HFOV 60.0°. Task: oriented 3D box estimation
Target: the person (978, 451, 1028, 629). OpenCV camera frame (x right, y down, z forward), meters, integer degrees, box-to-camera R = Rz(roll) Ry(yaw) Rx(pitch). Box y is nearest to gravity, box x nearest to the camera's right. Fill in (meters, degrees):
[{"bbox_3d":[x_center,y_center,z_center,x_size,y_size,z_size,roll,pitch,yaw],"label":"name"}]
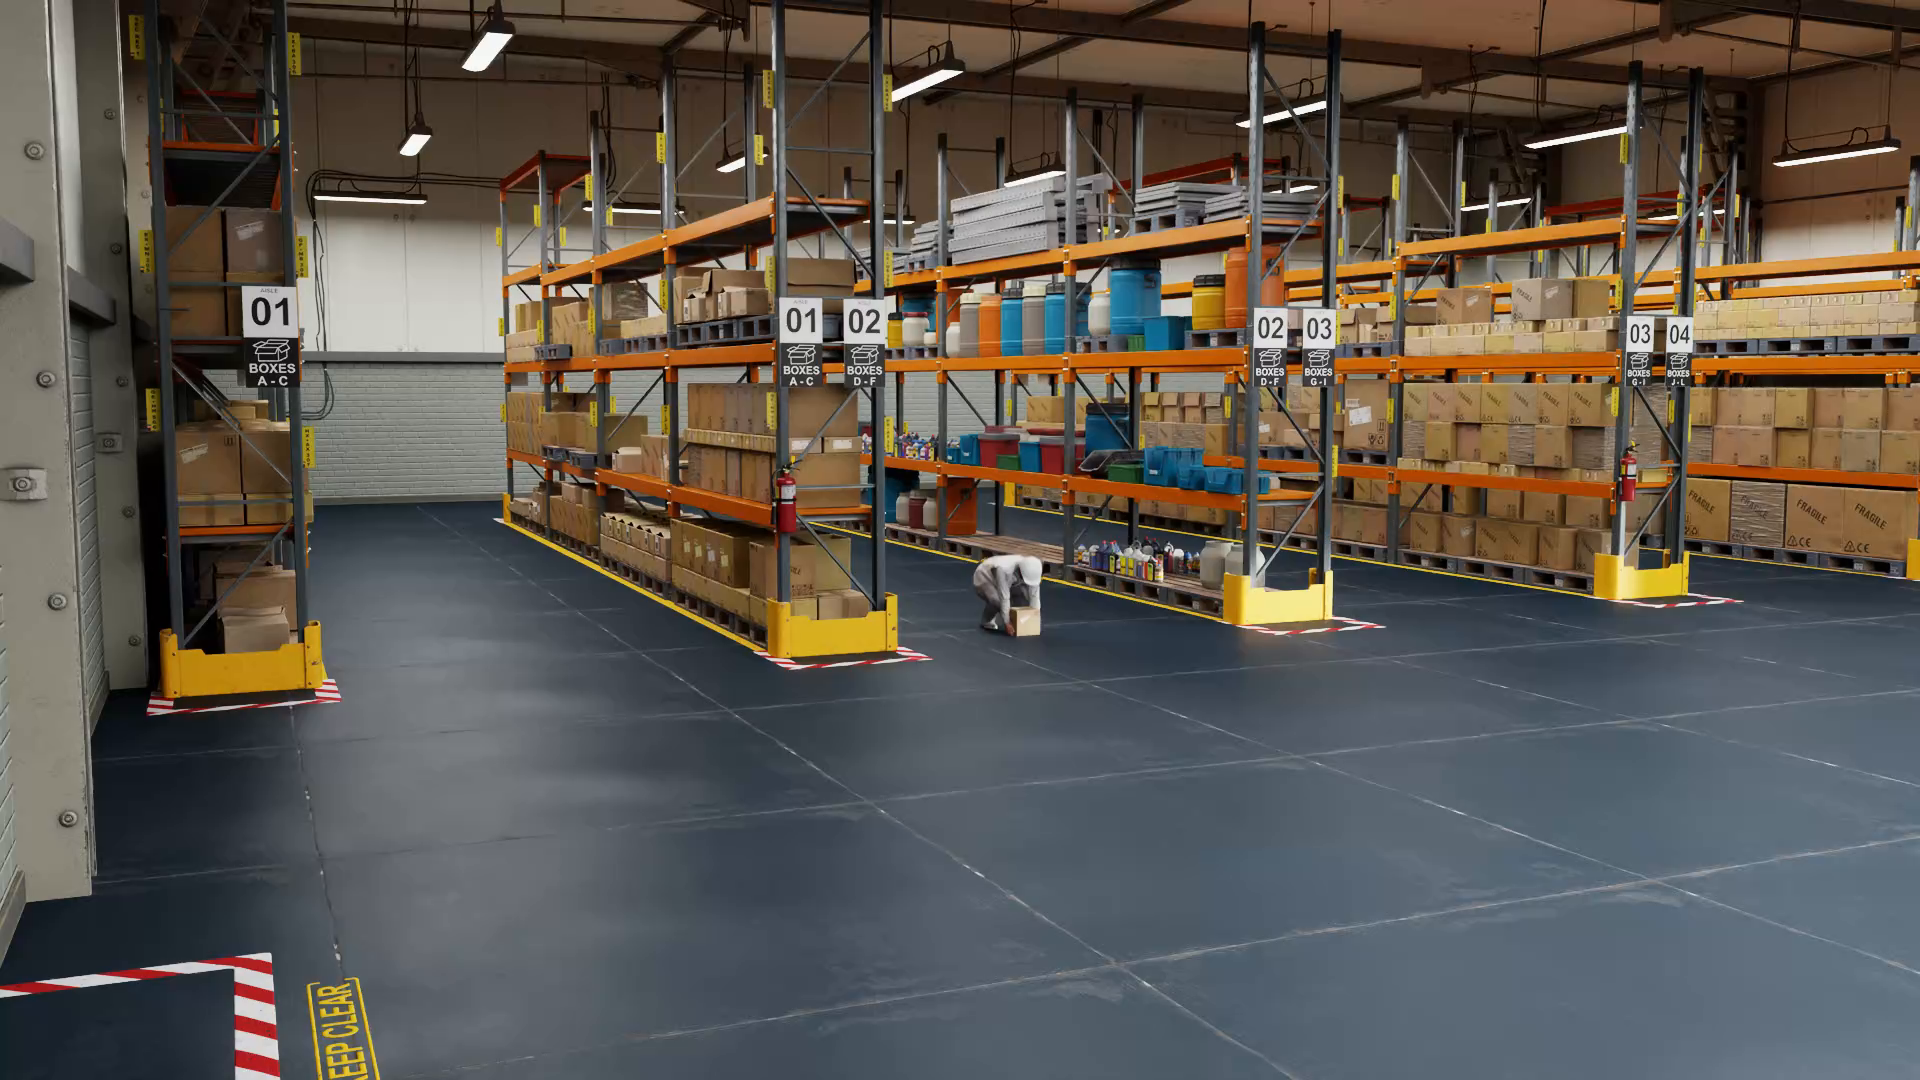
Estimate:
[{"bbox_3d":[0.456,0.005,16.587,0.493,1.772,0.566,-2,6,-25],"label":"person"}]
